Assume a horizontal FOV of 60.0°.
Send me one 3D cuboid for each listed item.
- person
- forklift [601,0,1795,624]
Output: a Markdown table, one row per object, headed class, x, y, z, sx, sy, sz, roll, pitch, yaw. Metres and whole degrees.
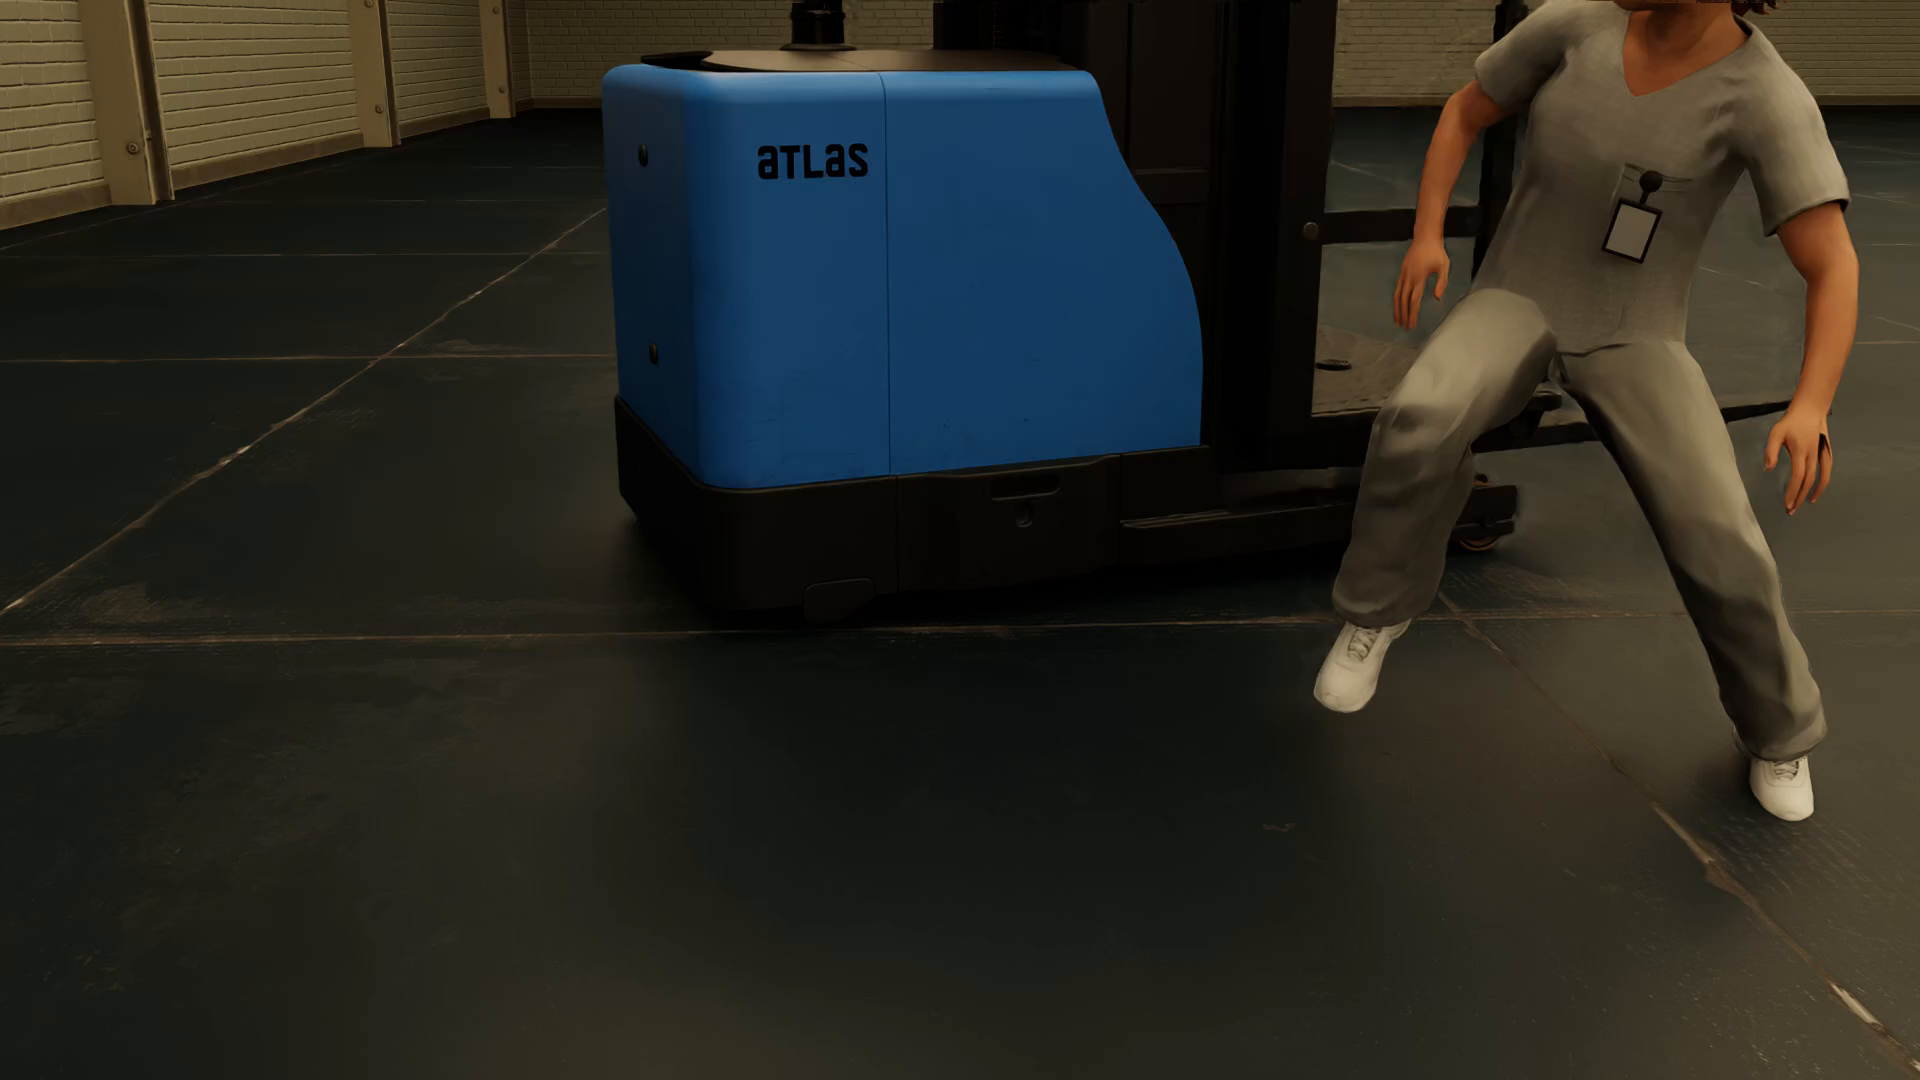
| class | x | y | z | sx | sy | sz | roll | pitch | yaw |
| --- | --- | --- | --- | --- | --- | --- | --- | --- | --- |
| person | 0.995 | -0.301 | 2.550 | 0.765 | 1.441 | 0.600 | 9 | 19 | 26 |
| forklift | 0.741 | -1.491 | 3.782 | 3.031 | 2.935 | 1.130 | -7 | 18 | -21 |
